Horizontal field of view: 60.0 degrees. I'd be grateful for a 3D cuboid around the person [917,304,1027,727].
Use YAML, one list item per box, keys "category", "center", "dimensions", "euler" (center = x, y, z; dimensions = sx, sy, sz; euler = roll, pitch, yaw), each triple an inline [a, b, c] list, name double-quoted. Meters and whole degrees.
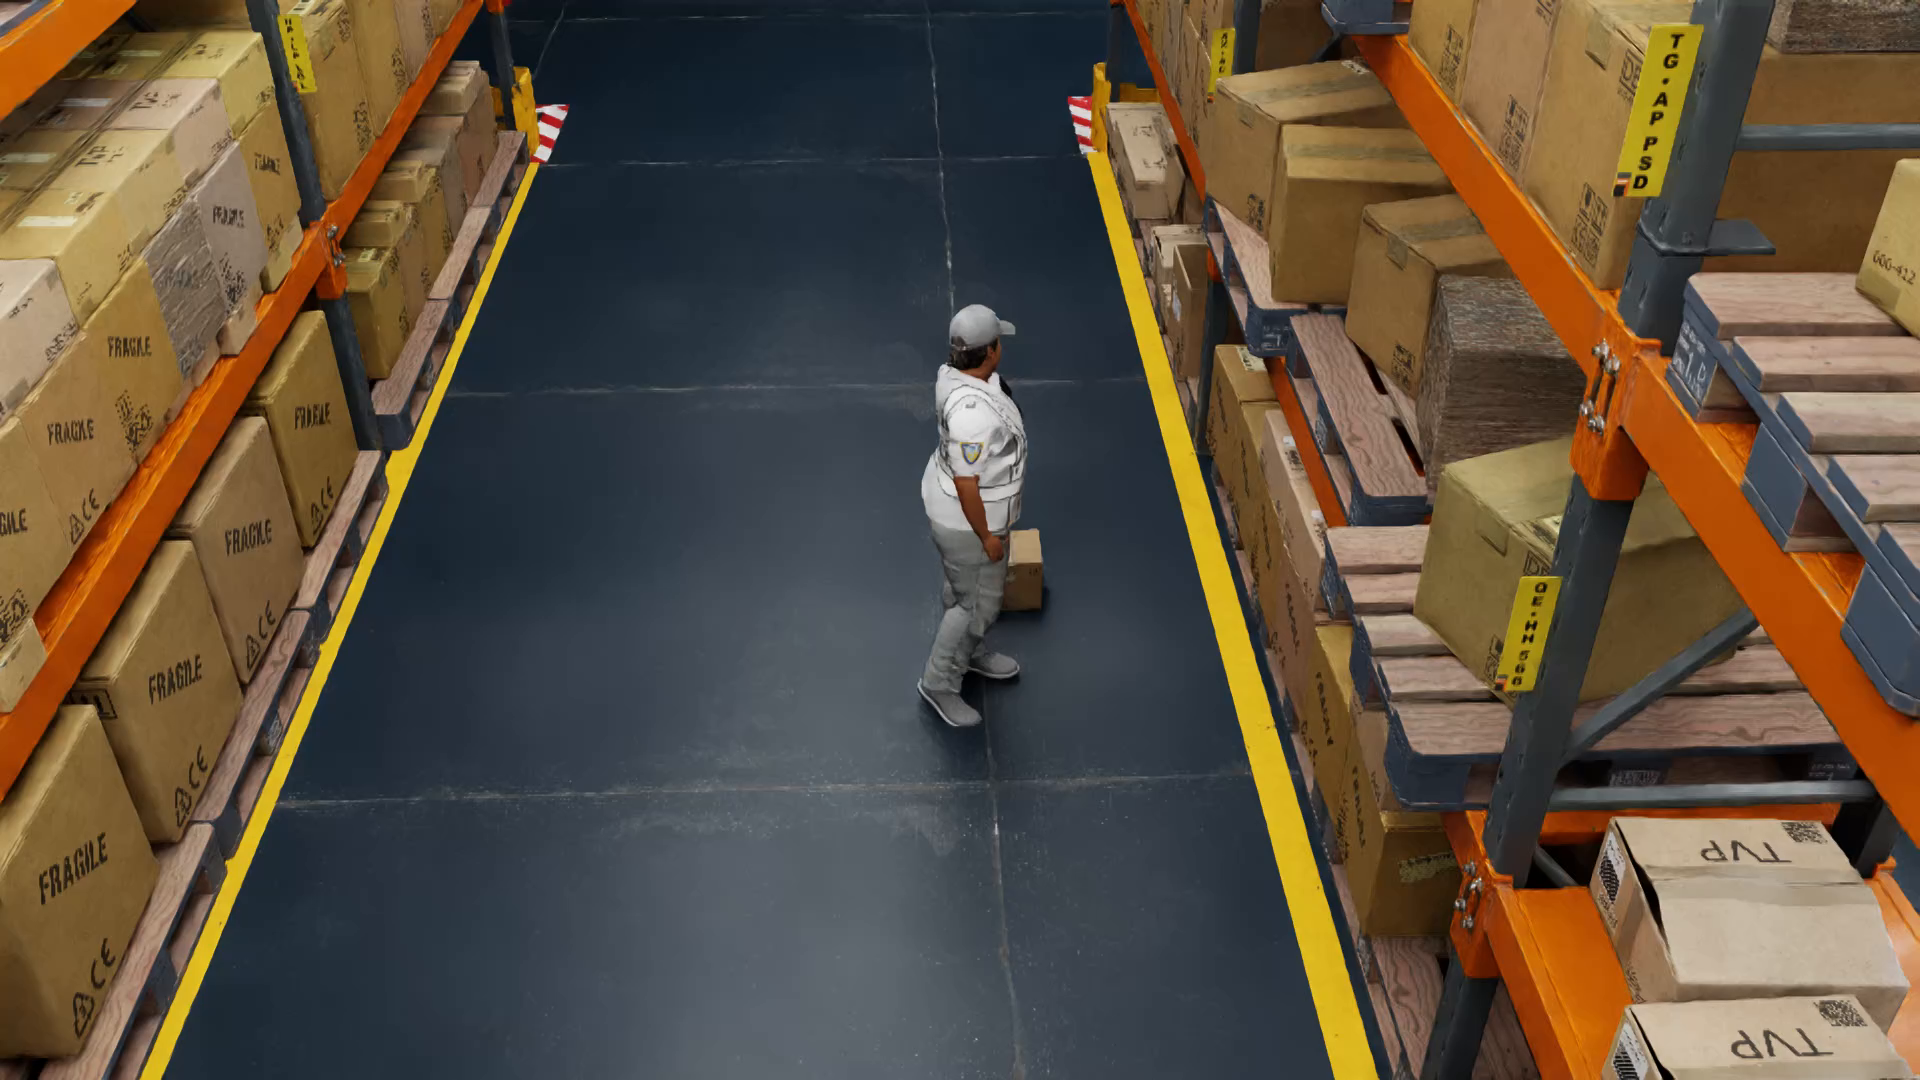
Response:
- category: "person"
  center: [0.033, -0.091, 6.269]
  dimensions: [0.434, 1.702, 0.521]
  euler: [-4, 36, -5]
